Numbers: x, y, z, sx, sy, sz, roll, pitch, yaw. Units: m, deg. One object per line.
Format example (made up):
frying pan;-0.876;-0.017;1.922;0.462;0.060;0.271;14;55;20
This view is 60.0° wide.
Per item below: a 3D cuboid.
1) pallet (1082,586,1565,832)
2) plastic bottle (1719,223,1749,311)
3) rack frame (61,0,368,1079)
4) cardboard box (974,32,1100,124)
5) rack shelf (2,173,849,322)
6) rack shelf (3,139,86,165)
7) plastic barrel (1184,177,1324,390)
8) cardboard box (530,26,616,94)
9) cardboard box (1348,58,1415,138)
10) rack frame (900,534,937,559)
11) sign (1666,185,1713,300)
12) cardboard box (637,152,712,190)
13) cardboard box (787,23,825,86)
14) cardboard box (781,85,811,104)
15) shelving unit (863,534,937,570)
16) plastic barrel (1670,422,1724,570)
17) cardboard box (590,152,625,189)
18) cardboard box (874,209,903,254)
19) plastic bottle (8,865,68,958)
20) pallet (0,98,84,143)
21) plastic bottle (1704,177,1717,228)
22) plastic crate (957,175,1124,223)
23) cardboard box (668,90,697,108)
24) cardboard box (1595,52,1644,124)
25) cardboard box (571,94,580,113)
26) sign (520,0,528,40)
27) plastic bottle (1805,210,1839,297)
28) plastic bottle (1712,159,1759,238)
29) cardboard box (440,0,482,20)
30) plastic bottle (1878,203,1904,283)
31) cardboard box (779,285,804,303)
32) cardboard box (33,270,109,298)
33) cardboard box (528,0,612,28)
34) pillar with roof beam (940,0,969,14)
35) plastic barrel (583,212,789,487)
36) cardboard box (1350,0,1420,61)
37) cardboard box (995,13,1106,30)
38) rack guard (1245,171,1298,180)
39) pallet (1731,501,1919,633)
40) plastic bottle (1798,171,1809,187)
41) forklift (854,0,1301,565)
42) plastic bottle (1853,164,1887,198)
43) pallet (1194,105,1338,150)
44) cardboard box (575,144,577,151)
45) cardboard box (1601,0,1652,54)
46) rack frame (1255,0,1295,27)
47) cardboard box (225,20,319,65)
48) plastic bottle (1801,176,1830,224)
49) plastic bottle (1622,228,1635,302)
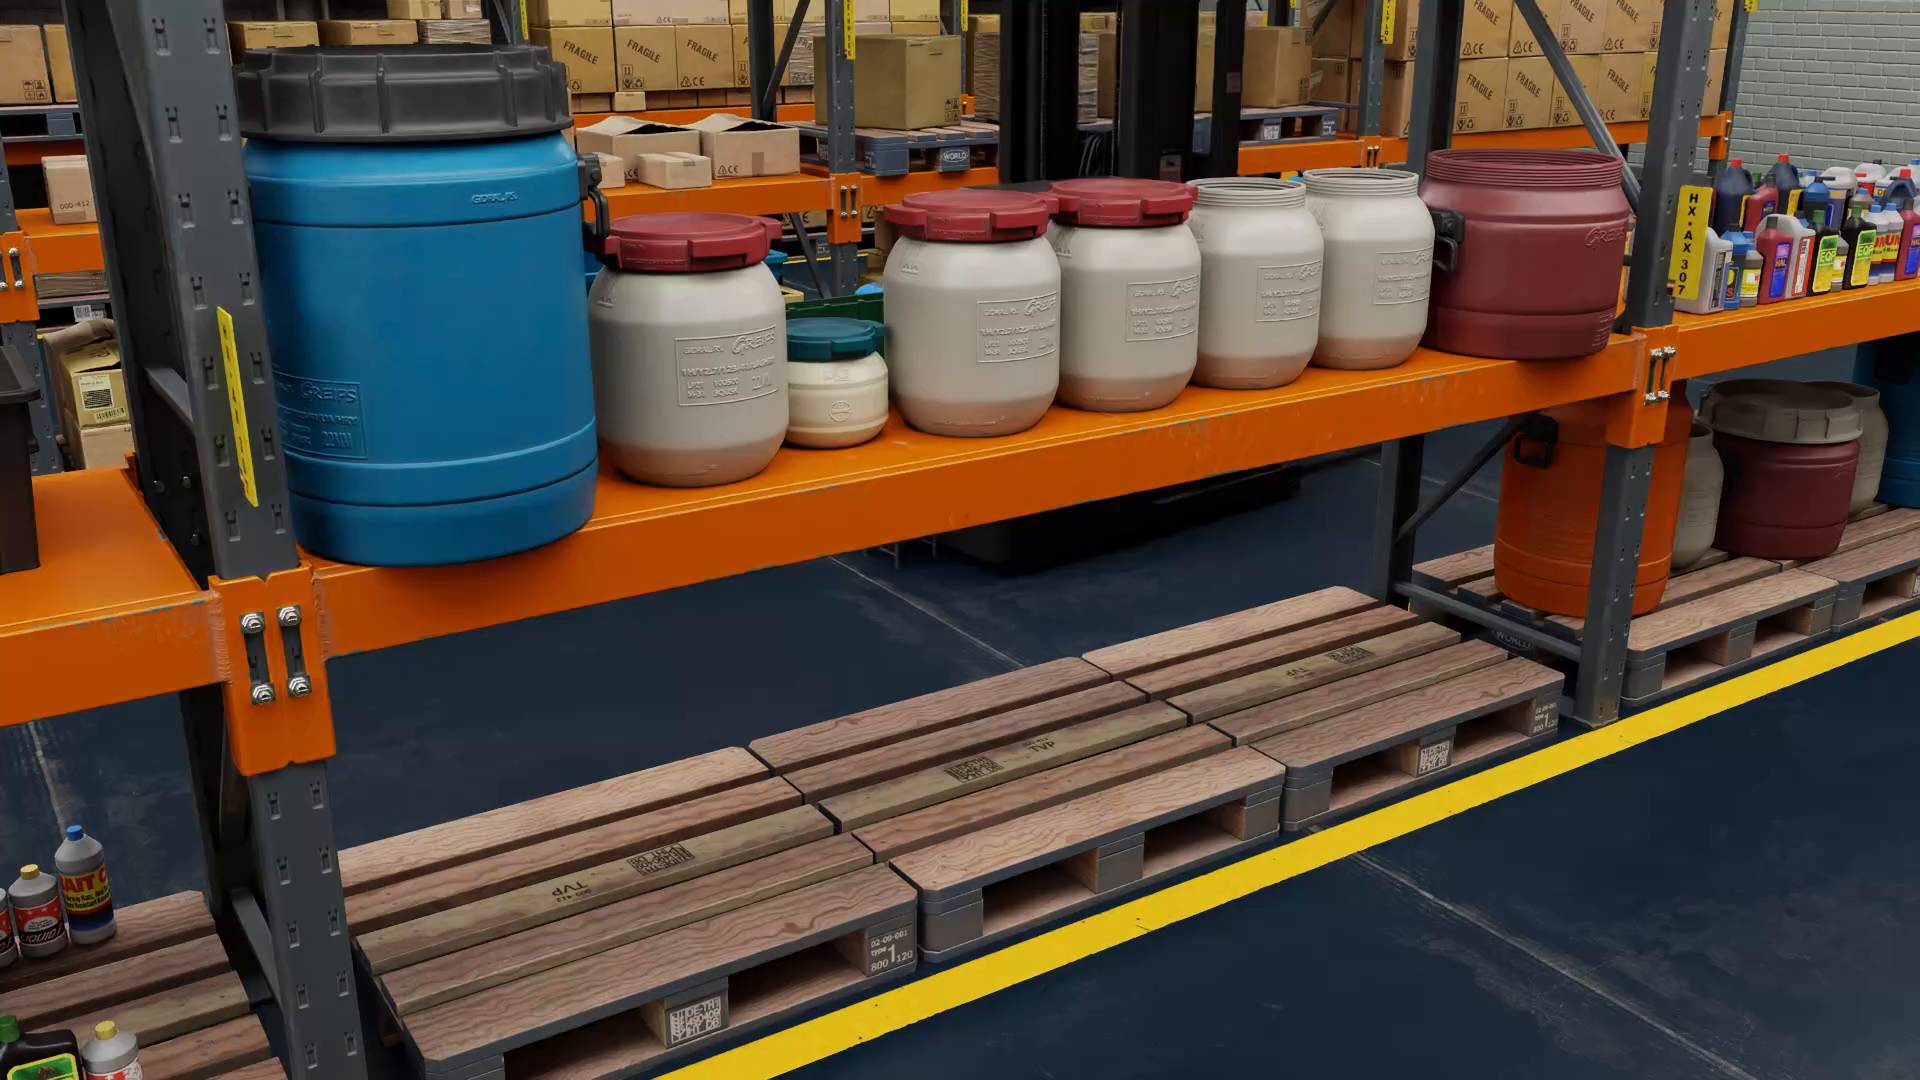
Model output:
pallet;1.169;0.503;5.427;1.213;0.211;1.003;-12;22;-31
plastic bottle;2.488;-0.886;5.383;0.097;0.271;0.097;0;19;0
rack frame;-1.503;-0.239;3.270;0.127;3.000;1.000;-12;22;-31
cardboard box;0.449;-2.767;9.934;0.500;0.500;0.700;-8;20;-21
rack shelf;-2.554;-1.577;8.348;4.000;0.370;1.077;-12;22;-31
rack shelf;-5.282;-2.901;12.265;4.000;0.370;1.077;-12;22;-31
plastic barrel;0.744;-0.684;4.411;0.421;0.512;0.421;0;19;0
cardboard box;-3.065;-3.809;13.176;0.500;0.500;0.500;-11;22;-30
cardboard box;3.033;-3.038;11.393;0.500;0.500;0.500;-11;22;-30
rack frame;-0.177;-0.374;6.947;0.006;0.900;0.240;-15;24;-38
sign;2.146;-0.875;4.896;0.005;0.325;0.100;-12;22;-31
cardboard box;-1.483;-1.918;8.628;0.250;0.149;0.380;-12;22;-31
cardboard box;-1.362;-4.169;14.241;0.500;0.500;0.500;-12;22;-31
cardboard box;-1.482;-3.842;14.286;0.250;0.149;0.380;-13;22;-33
shelving unit;-0.255;-0.353;6.884;0.210;0.900;0.258;-15;24;-38
plastic barrel;2.659;-0.179;6.318;0.421;0.512;0.421;0;19;0
cardboard box;-1.918;-1.911;8.606;0.250;0.149;0.380;-10;21;-27
cardboard box;-0.187;-1.888;10.190;0.500;0.250;0.500;-11;22;-29
plastic bottle;-2.095;0.835;3.775;0.097;0.201;0.097;0;19;0
pallet;-6.234;-2.894;11.422;1.213;0.211;1.003;-12;22;-31
plastic bottle;2.895;-1.275;6.516;0.133;0.283;0.061;-12;22;-31
plastic crate;0.320;-0.772;4.744;0.583;0.464;0.402;-12;22;-31
cardboard box;-2.371;-3.672;13.784;0.250;0.149;0.380;-11;22;-30
cardboard box;4.722;-3.396;12.449;0.500;0.500;0.500;-12;22;-31
cardboard box;-3.209;-3.480;13.217;0.250;0.149;0.380;-12;22;-32
sign;-3.305;-3.961;12.595;0.005;0.325;0.100;-12;22;-31
plastic bottle;2.900;-0.971;5.617;0.133;0.283;0.061;-12;22;-31
plastic bottle;3.051;-1.324;6.555;0.185;0.351;0.144;-12;22;-31
cardboard box;-3.883;-4.088;12.798;0.250;0.149;0.380;-16;24;-38
plastic bottle;3.260;-1.049;5.864;0.097;0.271;0.097;0;19;0
cardboard box;-1.186;-1.274;9.090;0.500;0.311;0.500;-11;22;-30
cardboard box;-6.346;-2.048;11.834;0.500;0.500;0.700;-11;22;-30
cardboard box;-3.066;-4.163;13.053;0.500;0.250;0.500;-11;22;-30
pillar with roof beam;2.206;-6.344;11.958;0.400;9.000;9.100;-12;22;-31
plastic barrel;-0.584;-0.414;3.573;0.433;0.535;0.433;0;19;0
cardboard box;3.005;-3.503;11.205;0.500;0.500;0.500;-11;22;-30
cardboard box;0.804;-4.659;15.874;0.700;0.700;0.980;-13;22;-33
rack guard;3.090;-3.823;17.773;0.348;0.500;1.175;-12;22;-31
pallet;3.491;0.013;6.876;1.213;0.211;1.003;-12;22;-31
plastic bottle;3.422;-1.374;6.826;0.097;0.271;0.097;0;19;0
forklift;0.974;-1.656;7.567;3.031;2.935;1.130;-15;24;-38
plastic bottle;3.809;-1.447;7.035;0.135;0.276;0.152;-12;22;-31
pallet;1.730;-2.772;11.059;1.213;0.211;1.003;-12;22;-31
cardboard box;-2.925;-2.869;13.748;0.750;0.750;0.750;-12;22;-32
cardboard box;4.725;-3.866;12.279;0.500;0.500;0.500;-11;22;-30
rack frame;3.070;-5.003;17.360;0.127;3.000;1.000;-12;22;-31
cardboard box;-5.027;-3.539;12.186;0.500;0.500;0.700;-12;22;-31
plastic bottle;3.420;-1.318;6.661;0.097;0.271;0.097;0;19;0
plastic bottle;2.293;-0.916;5.464;0.135;0.276;0.152;-12;22;-31
